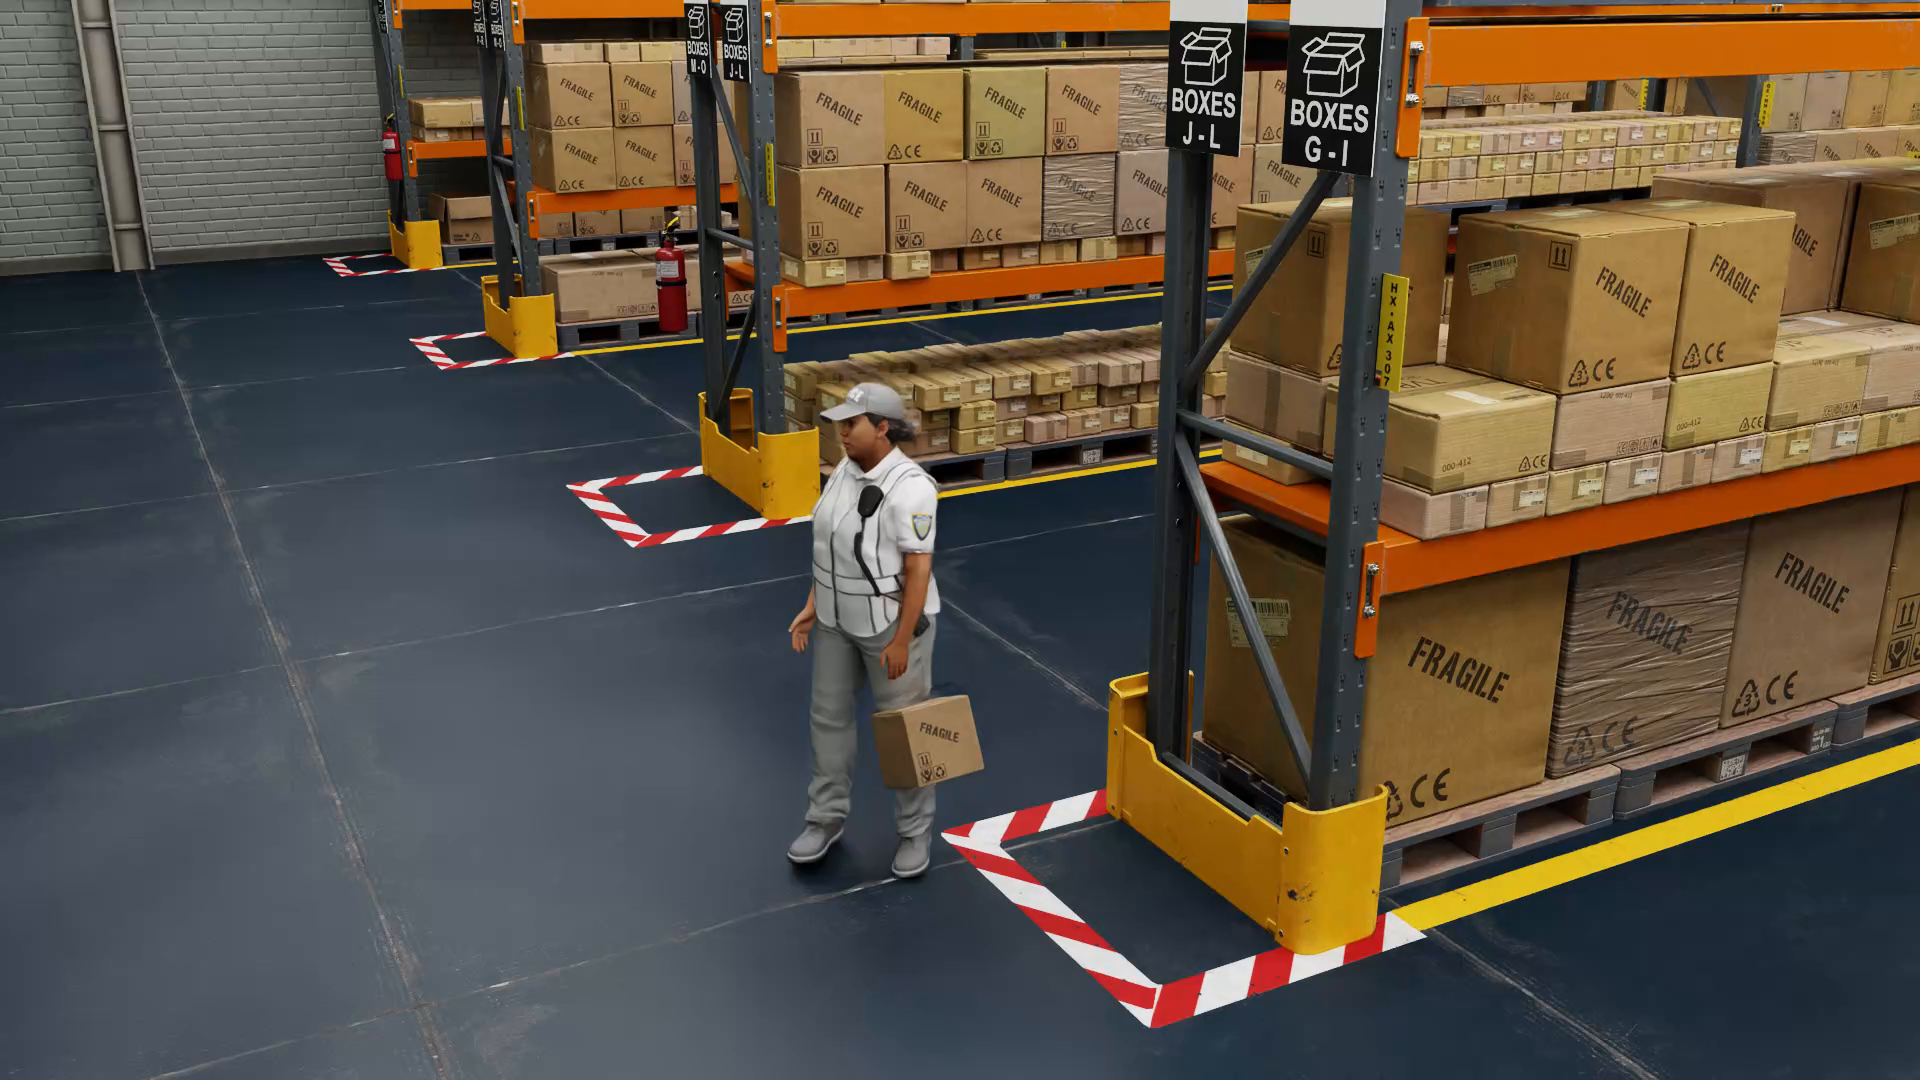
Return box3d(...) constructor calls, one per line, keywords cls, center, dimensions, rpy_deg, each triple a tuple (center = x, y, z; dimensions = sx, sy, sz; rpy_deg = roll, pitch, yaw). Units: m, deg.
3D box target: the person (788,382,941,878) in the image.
box3d(cls="person", center=(-0.319, 0.313, 5.571), dimensions=(0.497, 1.672, 0.528), rpy_deg=(16, 24, 39))
